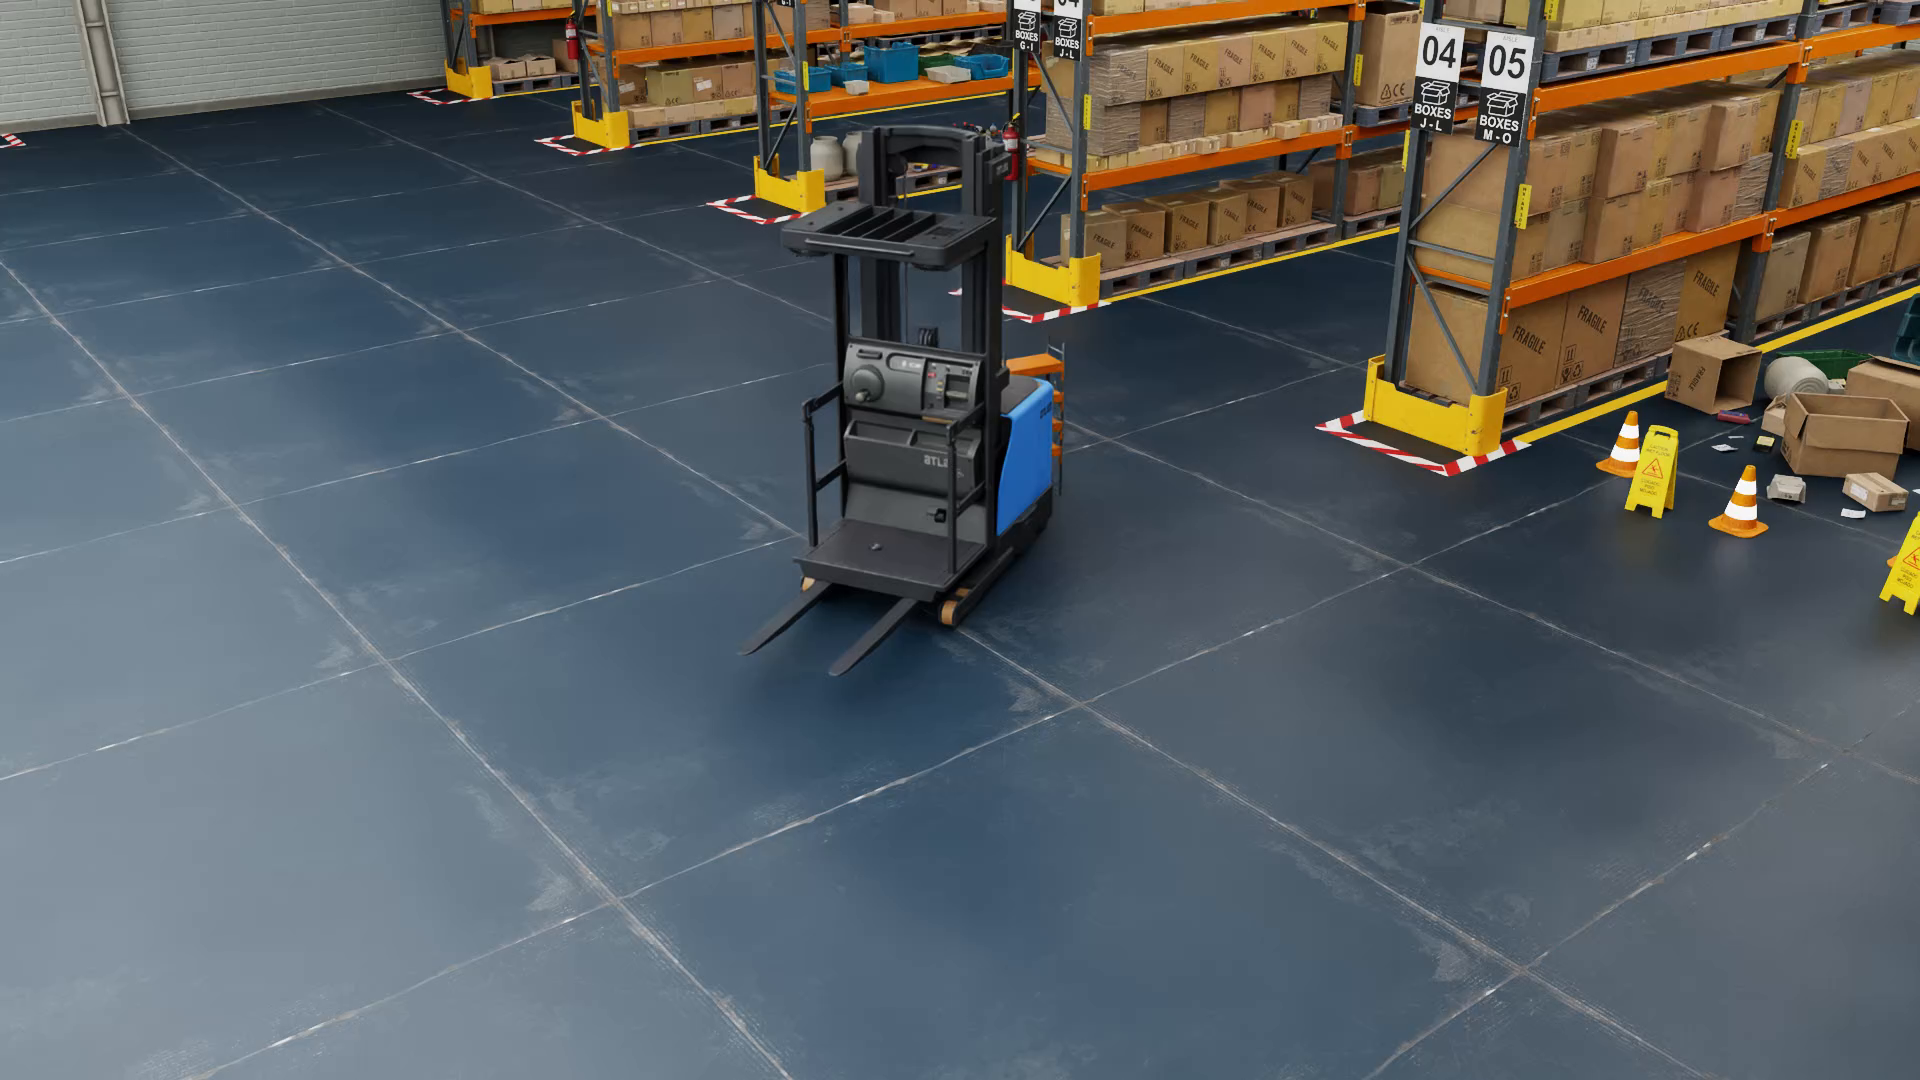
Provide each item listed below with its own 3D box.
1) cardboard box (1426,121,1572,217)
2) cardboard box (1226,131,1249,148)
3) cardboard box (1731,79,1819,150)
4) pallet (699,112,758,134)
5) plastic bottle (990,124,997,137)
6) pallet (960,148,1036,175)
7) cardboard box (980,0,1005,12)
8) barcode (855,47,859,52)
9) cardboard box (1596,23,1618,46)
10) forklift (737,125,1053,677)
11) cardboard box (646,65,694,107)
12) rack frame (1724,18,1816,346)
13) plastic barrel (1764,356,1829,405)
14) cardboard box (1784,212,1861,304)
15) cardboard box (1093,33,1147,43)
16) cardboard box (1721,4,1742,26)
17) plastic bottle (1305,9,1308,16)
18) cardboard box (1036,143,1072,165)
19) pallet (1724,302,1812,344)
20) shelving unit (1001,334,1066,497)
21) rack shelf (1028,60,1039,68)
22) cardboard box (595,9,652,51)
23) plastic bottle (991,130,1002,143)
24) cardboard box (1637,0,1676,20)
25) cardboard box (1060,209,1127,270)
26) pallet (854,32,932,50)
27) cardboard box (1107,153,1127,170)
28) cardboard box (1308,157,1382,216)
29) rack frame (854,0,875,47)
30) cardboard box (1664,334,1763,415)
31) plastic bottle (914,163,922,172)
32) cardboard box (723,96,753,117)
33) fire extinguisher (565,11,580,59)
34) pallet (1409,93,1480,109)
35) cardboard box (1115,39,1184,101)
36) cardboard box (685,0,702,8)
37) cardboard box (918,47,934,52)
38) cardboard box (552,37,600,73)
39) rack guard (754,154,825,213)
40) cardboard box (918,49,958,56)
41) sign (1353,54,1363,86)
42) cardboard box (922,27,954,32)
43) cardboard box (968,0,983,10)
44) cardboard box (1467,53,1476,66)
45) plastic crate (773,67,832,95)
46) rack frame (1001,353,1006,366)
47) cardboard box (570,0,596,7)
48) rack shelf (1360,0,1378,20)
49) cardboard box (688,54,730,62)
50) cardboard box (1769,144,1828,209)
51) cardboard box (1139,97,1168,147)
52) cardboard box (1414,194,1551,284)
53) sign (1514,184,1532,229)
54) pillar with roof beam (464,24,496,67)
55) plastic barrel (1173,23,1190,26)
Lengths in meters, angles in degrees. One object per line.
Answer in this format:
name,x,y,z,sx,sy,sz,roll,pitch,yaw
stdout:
cardboard box,4.189,-2.894,12.962,0.550,0.550,0.875,-18,31,-34
cardboard box,2.862,-4.309,17.770,0.250,0.149,0.380,-18,31,-34
cardboard box,7.407,-3.922,15.330,0.500,0.500,0.700,-19,31,-35
pallet,-3.683,-6.468,25.435,1.213,0.211,1.003,-18,31,-34
plastic bottle,0.462,-5.626,23.028,0.097,0.271,0.097,0,25,0
pallet,0.429,-5.176,22.653,1.213,0.211,1.003,-18,31,-34
cardboard box,0.540,-8.844,27.541,0.250,0.149,0.380,-18,31,-34
barcode,-1.613,-7.673,26.027,0.075,0.075,0.001,-18,31,-34
cardboard box,4.738,-3.849,12.599,0.250,0.149,0.380,-18,30,-34
forklift,-0.394,-0.986,10.393,1.130,2.935,3.031,11,27,22
cardboard box,-4.267,-6.684,24.466,0.500,0.500,0.500,-18,31,-34
rack frame,7.020,-3.292,15.280,0.127,3.000,1.000,-18,31,-34
plastic barrel,7.074,-1.320,14.092,0.421,0.421,0.512,1,25,2
cardboard box,8.215,-2.902,16.614,0.750,0.750,1.050,-18,31,-34
cardboard box,1.562,-4.912,17.112,0.500,0.500,0.500,-18,31,-34
cardboard box,6.132,-4.310,13.591,0.250,0.149,0.380,-18,30,-33
plastic bottle,5.373,-8.194,25.981,0.133,0.283,0.061,-18,31,-34
cardboard box,0.989,-3.950,16.997,0.250,0.149,0.380,-18,31,-34
pallet,7.581,-2.252,16.352,1.213,0.211,1.003,-18,31,-34
shelving unit,0.483,-0.866,12.192,0.503,1.200,0.258,-12,28,-25
rack shelf,2.557,-6.795,23.683,4.000,0.370,1.077,-18,31,-34
cardboard box,-4.843,-7.367,23.942,0.500,0.500,0.700,-18,31,-34
plastic bottle,0.503,-5.287,22.203,0.185,0.351,0.144,-20,32,-37
cardboard box,5.206,-4.220,12.924,0.500,0.250,0.500,-19,31,-34
cardboard box,1.393,-3.135,17.413,0.500,0.500,0.500,-12,28,-25
pallet,-1.316,-9.838,32.697,1.213,0.211,1.003,-18,31,-34
cardboard box,1.472,-3.862,16.806,0.250,0.149,0.380,-18,31,-34
cardboard box,4.536,-4.179,19.638,0.500,0.500,0.700,-21,32,-38
rack frame,-1.982,-10.923,31.722,0.127,3.000,1.000,-18,31,-34
cardboard box,6.432,-1.416,14.204,0.500,0.500,0.500,-13,28,-25
plastic bottle,-0.546,-4.893,21.447,0.097,0.271,0.097,0,25,0
cardboard box,-3.478,-6.603,25.181,0.500,0.250,0.500,-18,31,-34
fire extinguisher,-5.598,-7.293,23.992,0.183,0.674,0.296,-18,31,-34
pallet,5.655,-5.385,20.019,1.213,0.211,1.003,-18,31,-34
cardboard box,1.890,-4.736,16.732,0.500,0.500,0.500,-18,31,-34
cardboard box,-3.965,-7.844,24.198,0.250,0.149,0.380,-19,31,-36
cardboard box,-0.731,-8.037,27.605,0.500,0.311,0.500,-19,31,-35
cardboard box,-6.621,-8.382,28.695,0.500,0.500,0.700,-21,32,-37
rack guard,-2.134,-4.464,20.775,0.348,0.500,1.175,-18,31,-34
cardboard box,-0.383,-7.866,27.237,0.500,0.311,0.500,-17,30,-33
sign,4.380,-5.176,18.311,0.005,0.325,0.100,-18,31,-34
cardboard box,-0.630,-10.511,32.890,0.750,0.750,0.750,-18,31,-34
cardboard box,0.254,-9.074,27.845,0.500,0.311,0.500,-19,31,-35
cardboard box,6.409,-5.904,20.291,0.500,0.500,0.700,-13,28,-27
plastic crate,-1.955,-5.724,20.698,0.616,0.251,0.499,-18,31,-34
rack frame,0.266,-0.819,12.090,0.015,1.200,0.240,-12,28,-25
cardboard box,-6.494,-9.208,28.181,0.500,0.250,0.500,-18,30,-34
rack shelf,5.613,-6.515,19.516,4.000,0.370,1.077,-18,31,-34
cardboard box,-3.808,-7.120,25.405,0.500,0.500,0.500,-18,31,-34
cardboard box,7.600,-3.385,15.361,0.500,0.500,0.500,-18,30,-33
cardboard box,1.661,-4.406,17.208,0.500,0.500,0.875,-18,31,-34
cardboard box,4.137,-2.432,13.249,0.550,0.550,0.875,-18,31,-34
sign,4.211,-2.496,12.442,0.005,0.325,0.100,-18,31,-34
pillar with roof beam,-5.604,-10.608,23.918,0.400,9.000,9.100,-18,31,-34
plastic barrel,3.122,-7.244,23.663,0.421,0.512,0.421,0,25,0
